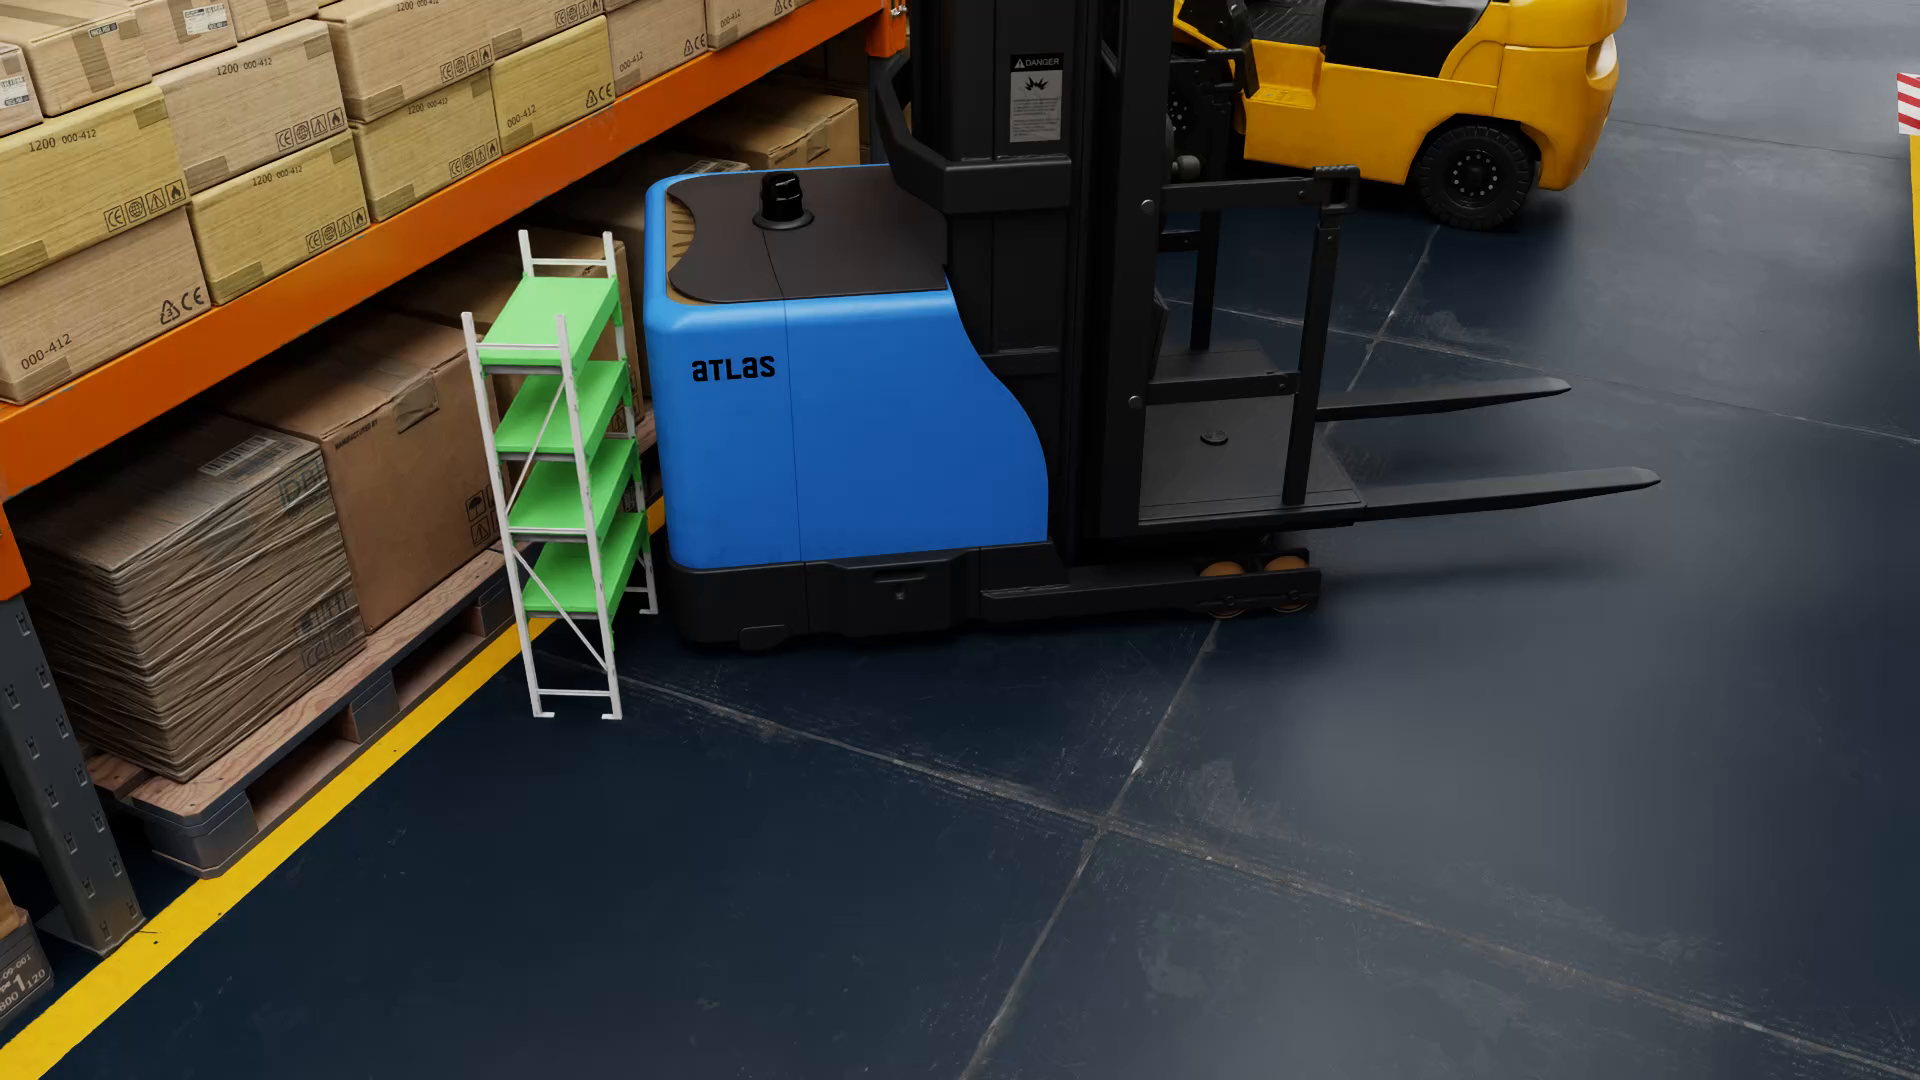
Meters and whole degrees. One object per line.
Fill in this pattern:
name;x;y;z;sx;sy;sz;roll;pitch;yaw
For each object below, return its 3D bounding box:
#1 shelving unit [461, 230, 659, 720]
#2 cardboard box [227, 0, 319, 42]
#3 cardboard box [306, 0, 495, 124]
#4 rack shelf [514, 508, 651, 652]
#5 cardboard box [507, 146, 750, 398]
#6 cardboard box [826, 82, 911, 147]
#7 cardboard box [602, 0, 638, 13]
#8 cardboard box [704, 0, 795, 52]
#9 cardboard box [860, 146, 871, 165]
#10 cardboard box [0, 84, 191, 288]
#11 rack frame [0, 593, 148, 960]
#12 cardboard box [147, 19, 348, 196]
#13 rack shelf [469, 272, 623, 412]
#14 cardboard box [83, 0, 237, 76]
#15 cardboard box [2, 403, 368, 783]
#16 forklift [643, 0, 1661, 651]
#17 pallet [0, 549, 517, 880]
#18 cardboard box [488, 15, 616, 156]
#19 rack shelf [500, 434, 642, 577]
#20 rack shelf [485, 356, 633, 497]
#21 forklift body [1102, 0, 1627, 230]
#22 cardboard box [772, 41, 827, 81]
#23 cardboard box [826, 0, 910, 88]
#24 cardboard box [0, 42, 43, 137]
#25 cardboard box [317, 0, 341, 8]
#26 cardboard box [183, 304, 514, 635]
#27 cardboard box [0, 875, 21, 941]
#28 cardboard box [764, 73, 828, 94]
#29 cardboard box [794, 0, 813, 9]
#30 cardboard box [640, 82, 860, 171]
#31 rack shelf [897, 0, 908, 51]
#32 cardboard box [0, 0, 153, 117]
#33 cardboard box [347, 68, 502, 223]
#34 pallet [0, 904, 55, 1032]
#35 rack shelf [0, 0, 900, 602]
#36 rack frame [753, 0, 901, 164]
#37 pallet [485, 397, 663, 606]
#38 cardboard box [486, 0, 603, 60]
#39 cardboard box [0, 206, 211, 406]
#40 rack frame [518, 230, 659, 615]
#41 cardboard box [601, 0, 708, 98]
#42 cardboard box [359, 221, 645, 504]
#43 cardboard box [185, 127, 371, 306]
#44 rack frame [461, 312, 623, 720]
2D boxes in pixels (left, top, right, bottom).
shelving unit;-1.025;-0.155;4.392;0.258;1.200;0.503;1;33;2
cardboard box;-1.684;-1.248;3.735;0.380;0.149;0.250;15;36;21
cardboard box;-1.524;-1.260;4.117;0.500;0.250;0.500;13;36;19
rack shelf;-1.025;0.099;4.559;0.258;0.148;0.480;1;33;2
cardboard box;-1.244;-0.971;5.778;0.875;0.625;0.625;14;36;20
cardboard box;-0.221;-1.840;6.990;0.500;0.250;0.500;14;36;20
cardboard box;-1.105;-1.768;4.891;0.500;0.250;0.500;15;36;21
cardboard box;-0.882;-1.810;5.412;0.500;0.250;0.500;14;36;20
cardboard box;-0.201;-1.626;7.119;0.500;0.250;0.500;15;36;21
cardboard box;-1.947;-0.749;3.337;0.500;0.250;0.500;14;36;20
rack frame;-2.377;-0.443;3.191;1.000;3.000;0.127;14;36;20
cardboard box;-1.759;-1.004;3.726;0.500;0.250;0.500;15;36;22
rack shelf;-1.026;-0.503;4.164;0.258;0.148;0.480;1;33;2
cardboard box;-1.782;-1.115;3.532;0.380;0.149;0.250;15;36;22
cardboard box;-2.104;0.067;4.196;0.875;0.625;0.625;15;36;22
forklift;0.616;-1.277;4.525;3.031;2.935;1.130;-5;34;-7
pallet;-1.997;0.322;4.567;1.003;0.211;1.213;14;36;20
cardboard box;-1.327;-1.311;4.651;0.500;0.250;0.500;15;36;22
rack shelf;-1.025;-0.102;4.427;0.258;0.148;0.480;1;33;2
rack shelf;-1.025;-0.302;4.295;0.258;0.148;0.480;1;33;2
forklift body;1.833;-2.710;7.421;2.313;2.155;1.214;14;36;20
cardboard box;-0.674;-2.169;7.035;0.500;0.250;0.500;15;36;21
cardboard box;-0.216;-2.048;6.851;0.500;0.250;0.500;14;36;20
cardboard box;-1.976;-0.848;3.124;0.380;0.149;0.250;15;36;22
cardboard box;-1.606;-1.380;3.936;0.380;0.149;0.250;15;36;21
cardboard box;-1.838;-0.261;4.695;0.875;0.625;0.625;15;36;22
cardboard box;-2.359;0.686;3.364;0.500;0.500;0.500;15;36;22
cardboard box;-0.686;-1.960;7.172;0.500;0.250;0.500;13;36;19
cardboard box;-0.677;-2.062;5.796;0.500;0.250;0.500;15;36;22
cardboard box;-0.912;-1.356;6.365;0.875;0.625;0.625;16;36;23
rack shelf;0.133;-3.131;7.945;1.077;0.370;4.000;14;36;20
cardboard box;-1.866;-0.981;3.328;0.380;0.149;0.250;15;36;22
cardboard box;-1.546;-1.053;4.257;0.500;0.250;0.500;13;35;19
pallet;-2.724;1.086;3.401;1.003;0.211;1.213;14;36;20
rack shelf;-1.541;-1.139;4.907;1.077;0.370;4.000;14;36;20
rack frame;-0.704;-2.436;6.229;1.000;3.000;0.127;14;36;20
pallet;-1.486;-0.284;5.490;1.003;0.211;1.213;14;36;20
cardboard box;-1.333;-1.520;4.514;0.500;0.250;0.500;15;36;21
cardboard box;-1.970;-0.546;3.483;0.500;0.250;0.500;14;36;21
rack frame;-1.013;-0.289;4.596;0.240;1.200;0.015;1;33;2
cardboard box;-1.118;-1.570;5.045;0.500;0.250;0.500;14;36;21
cardboard box;-1.556;-0.596;5.206;0.875;0.625;0.625;13;35;19
cardboard box;-1.755;-0.795;3.864;0.500;0.250;0.500;13;36;19
rack frame;-1.037;-0.021;4.188;0.240;1.200;0.015;1;33;2
